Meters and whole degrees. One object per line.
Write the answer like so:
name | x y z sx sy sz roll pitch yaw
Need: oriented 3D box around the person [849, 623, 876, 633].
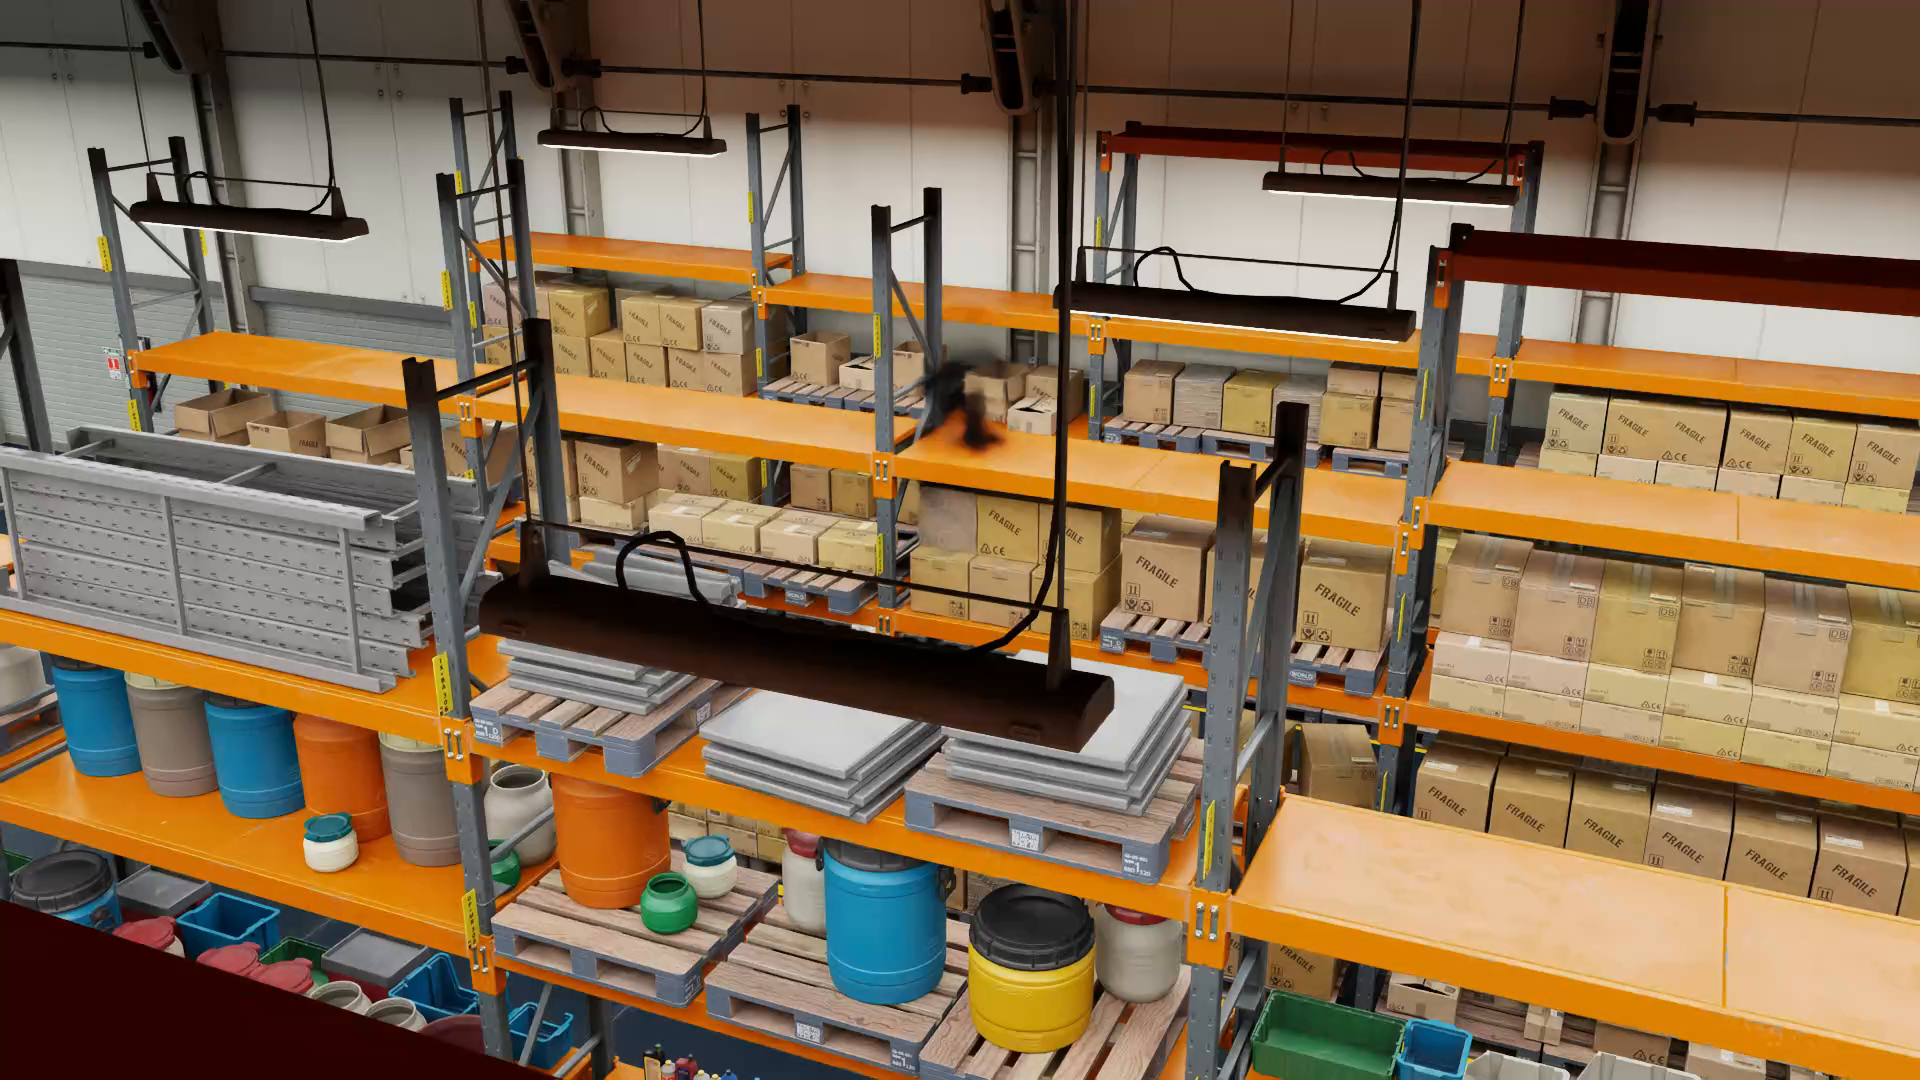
person | -0.992 1.297 16.764 0.651 1.729 0.703 5 21 12
